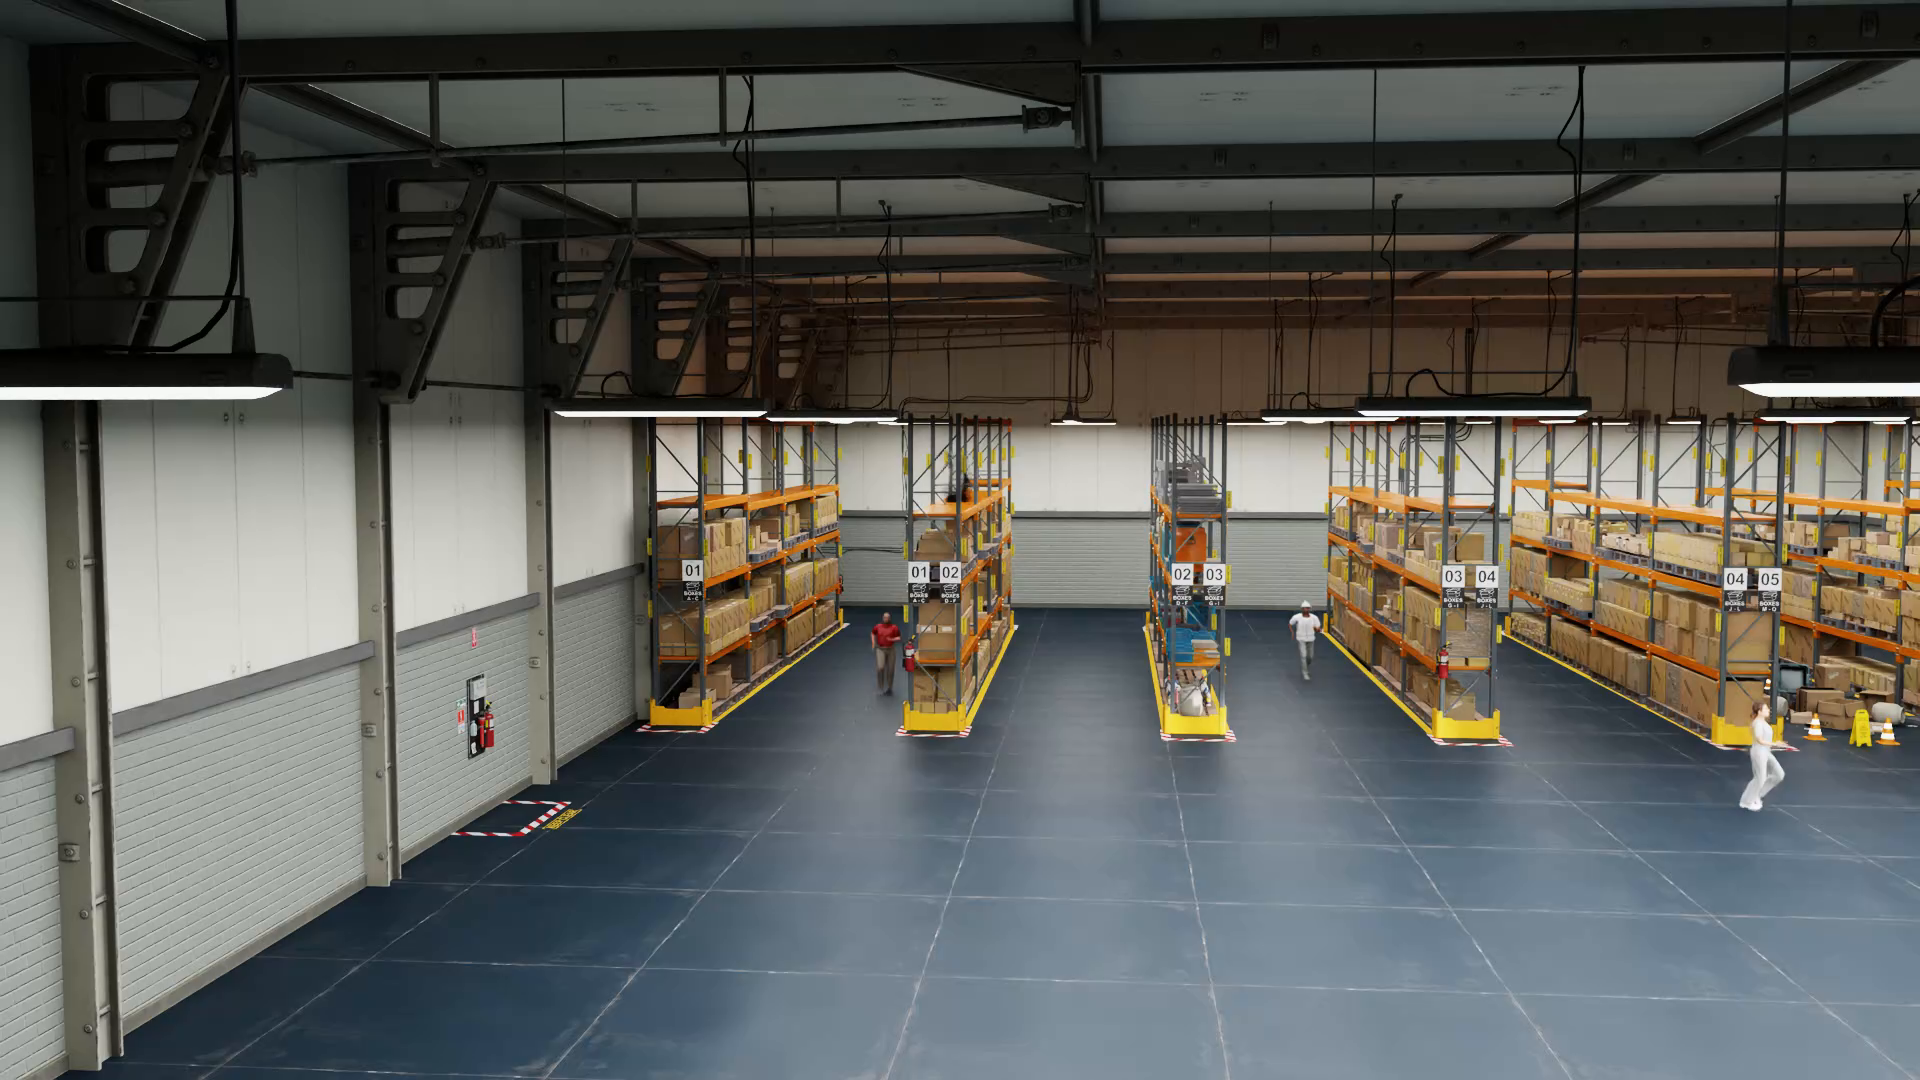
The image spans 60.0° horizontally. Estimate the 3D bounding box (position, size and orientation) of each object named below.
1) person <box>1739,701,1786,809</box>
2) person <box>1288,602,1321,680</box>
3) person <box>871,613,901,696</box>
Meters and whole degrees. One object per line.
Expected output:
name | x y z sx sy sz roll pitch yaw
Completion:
person | 11.997 3.218 24.826 0.621 1.634 0.543 3 5 38
person | 7.879 2.280 37.912 0.710 1.747 0.968 0 4 -1
person | -1.591 2.462 35.820 0.638 1.804 0.788 0 4 -3
